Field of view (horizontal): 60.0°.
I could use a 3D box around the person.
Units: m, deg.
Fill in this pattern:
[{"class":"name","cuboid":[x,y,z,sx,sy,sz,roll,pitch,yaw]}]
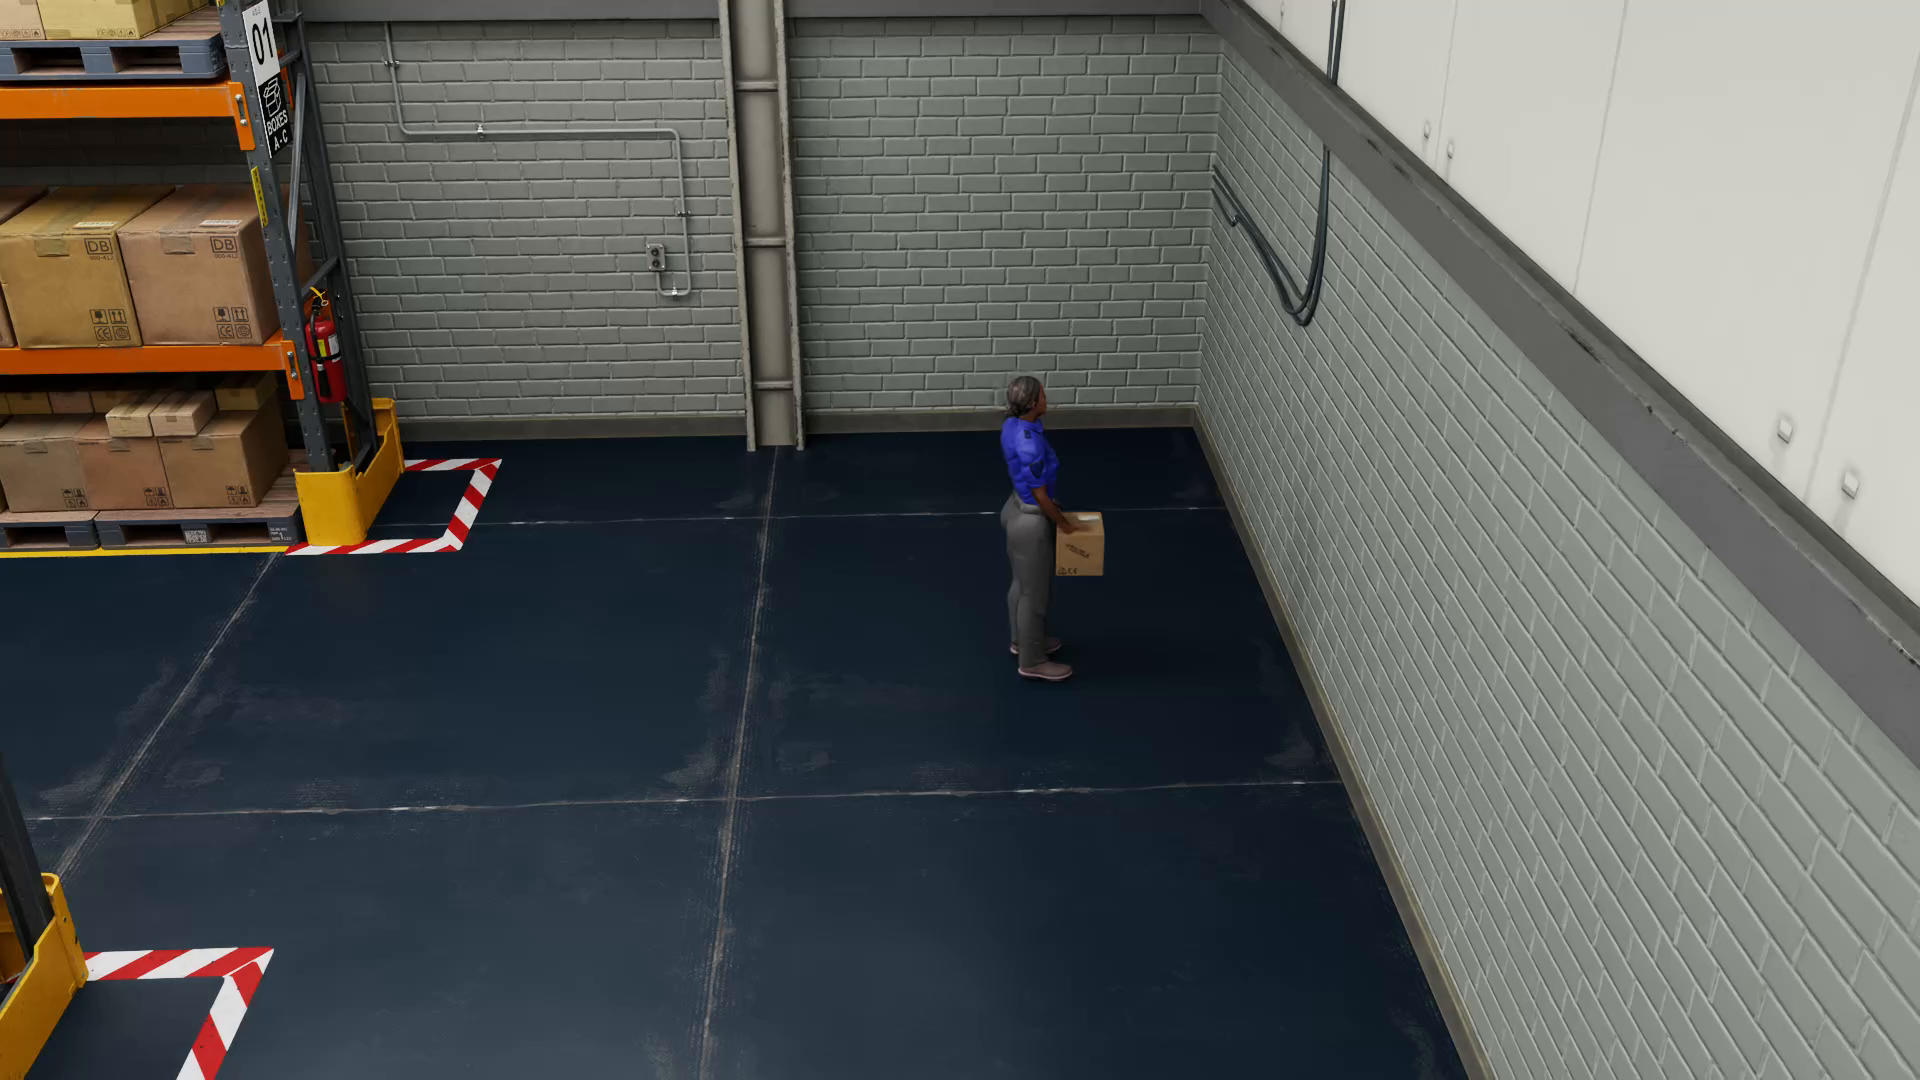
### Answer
[{"class":"person","cuboid":[0.415,-0.080,8.762,0.396,1.662,0.493,-5,28,-9]}]
